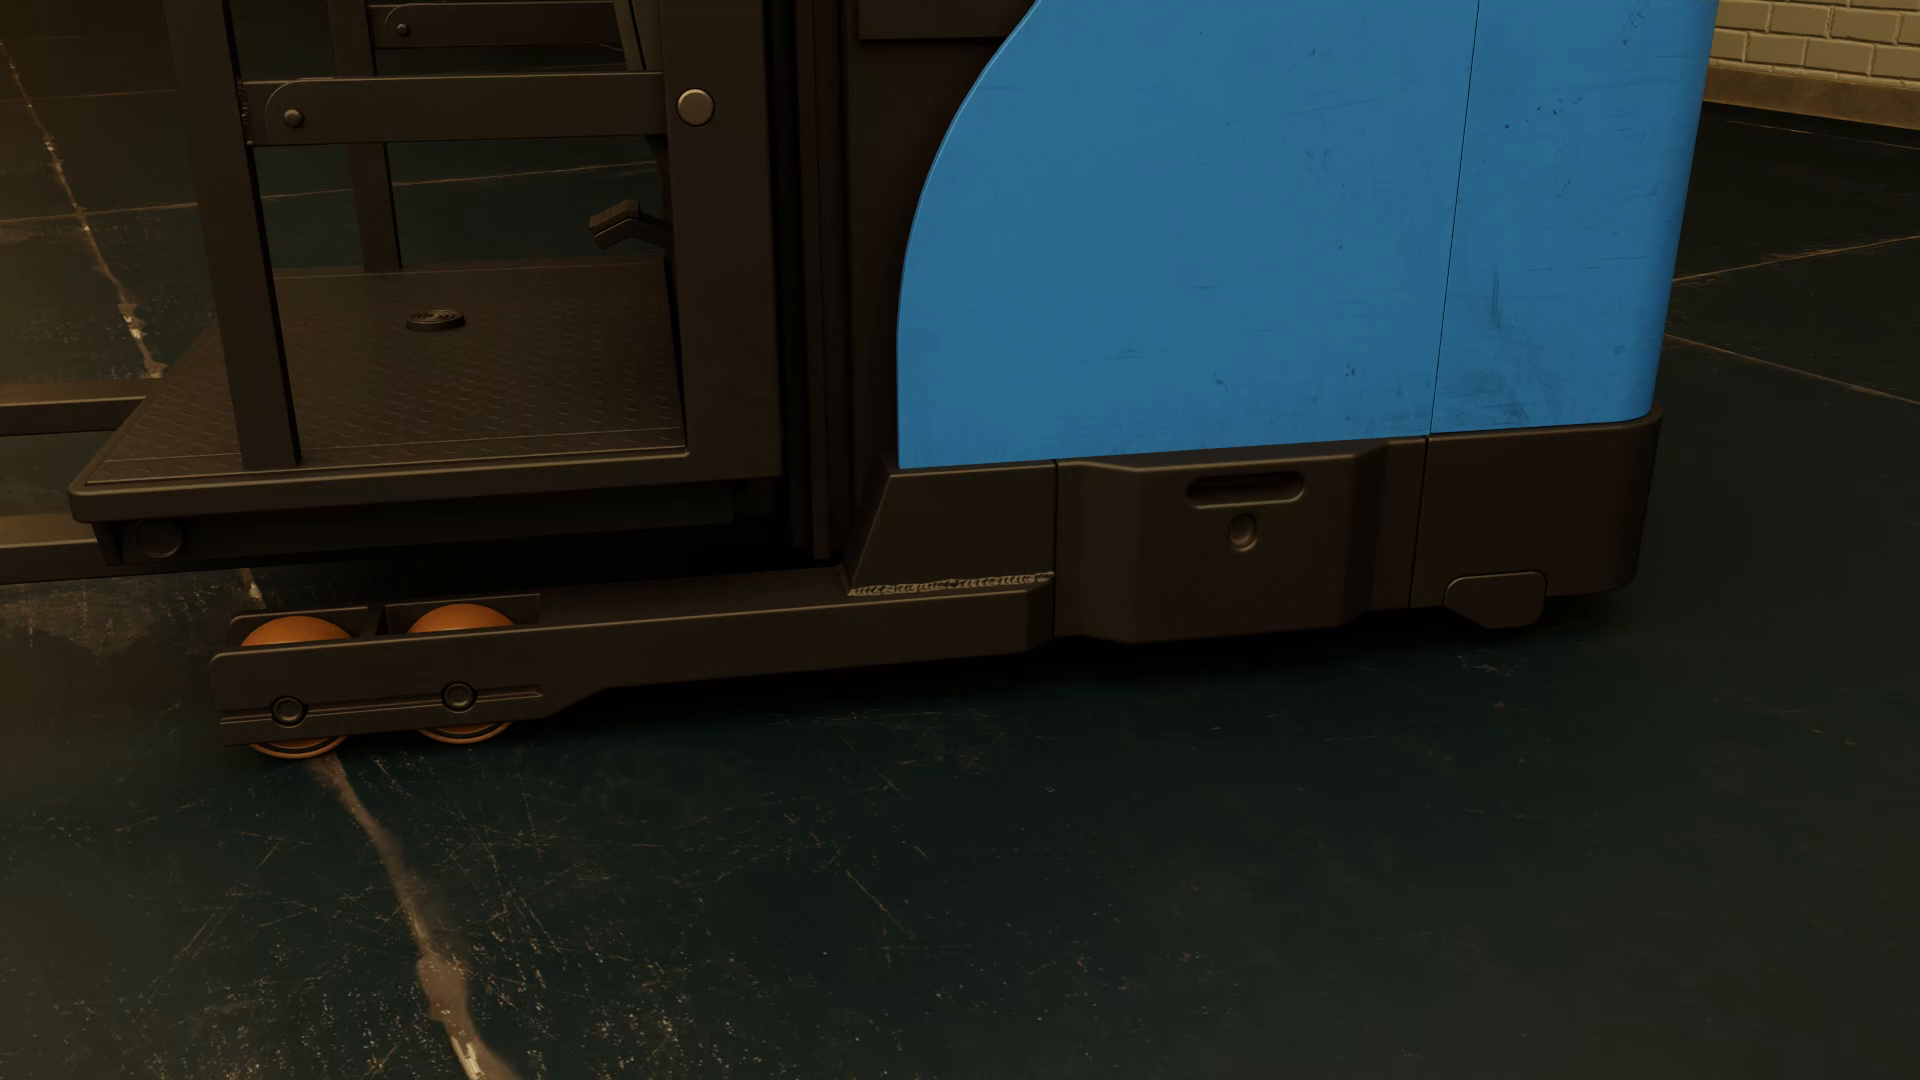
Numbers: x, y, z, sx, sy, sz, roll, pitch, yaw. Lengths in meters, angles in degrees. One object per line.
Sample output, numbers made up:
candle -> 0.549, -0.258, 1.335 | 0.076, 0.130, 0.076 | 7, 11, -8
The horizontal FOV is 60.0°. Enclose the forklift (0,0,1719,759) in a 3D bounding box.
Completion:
forklift -> -0.615, -1.311, 1.969 | 3.031, 2.935, 1.130 | -4, 23, -10
